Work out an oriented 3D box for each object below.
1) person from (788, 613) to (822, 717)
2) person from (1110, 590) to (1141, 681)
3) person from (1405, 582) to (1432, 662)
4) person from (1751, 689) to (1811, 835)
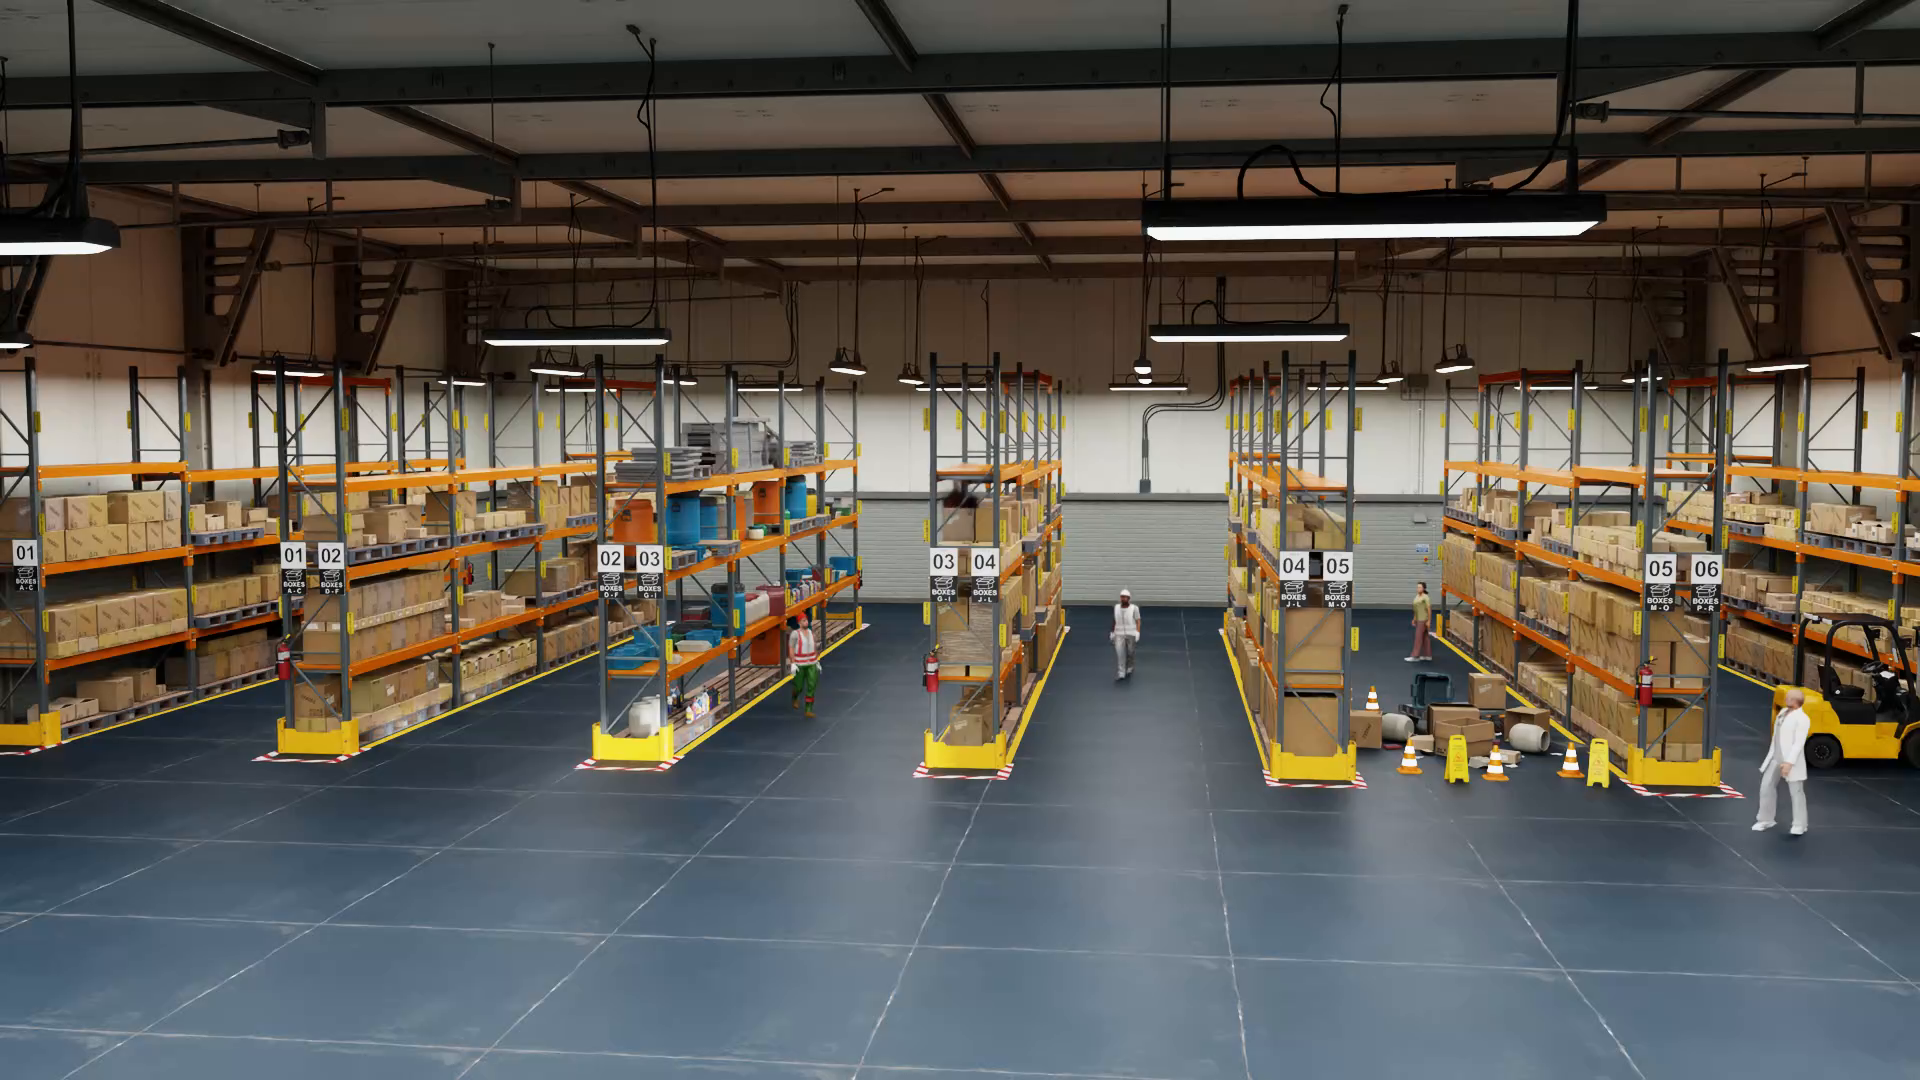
[{"bbox_3d":[-2.658,2.115,28.276,0.574,1.758,0.702,-2,4,-24],"label":"person"},{"bbox_3d":[3.224,1.843,32.426,0.588,1.736,1.091,0,4,3],"label":"person"},{"bbox_3d":[9.625,1.705,34.906,0.598,1.660,0.493,0,4,4],"label":"person"},{"bbox_3d":[10.038,2.724,20.273,0.581,1.855,0.645,-2,4,-25],"label":"person"}]
